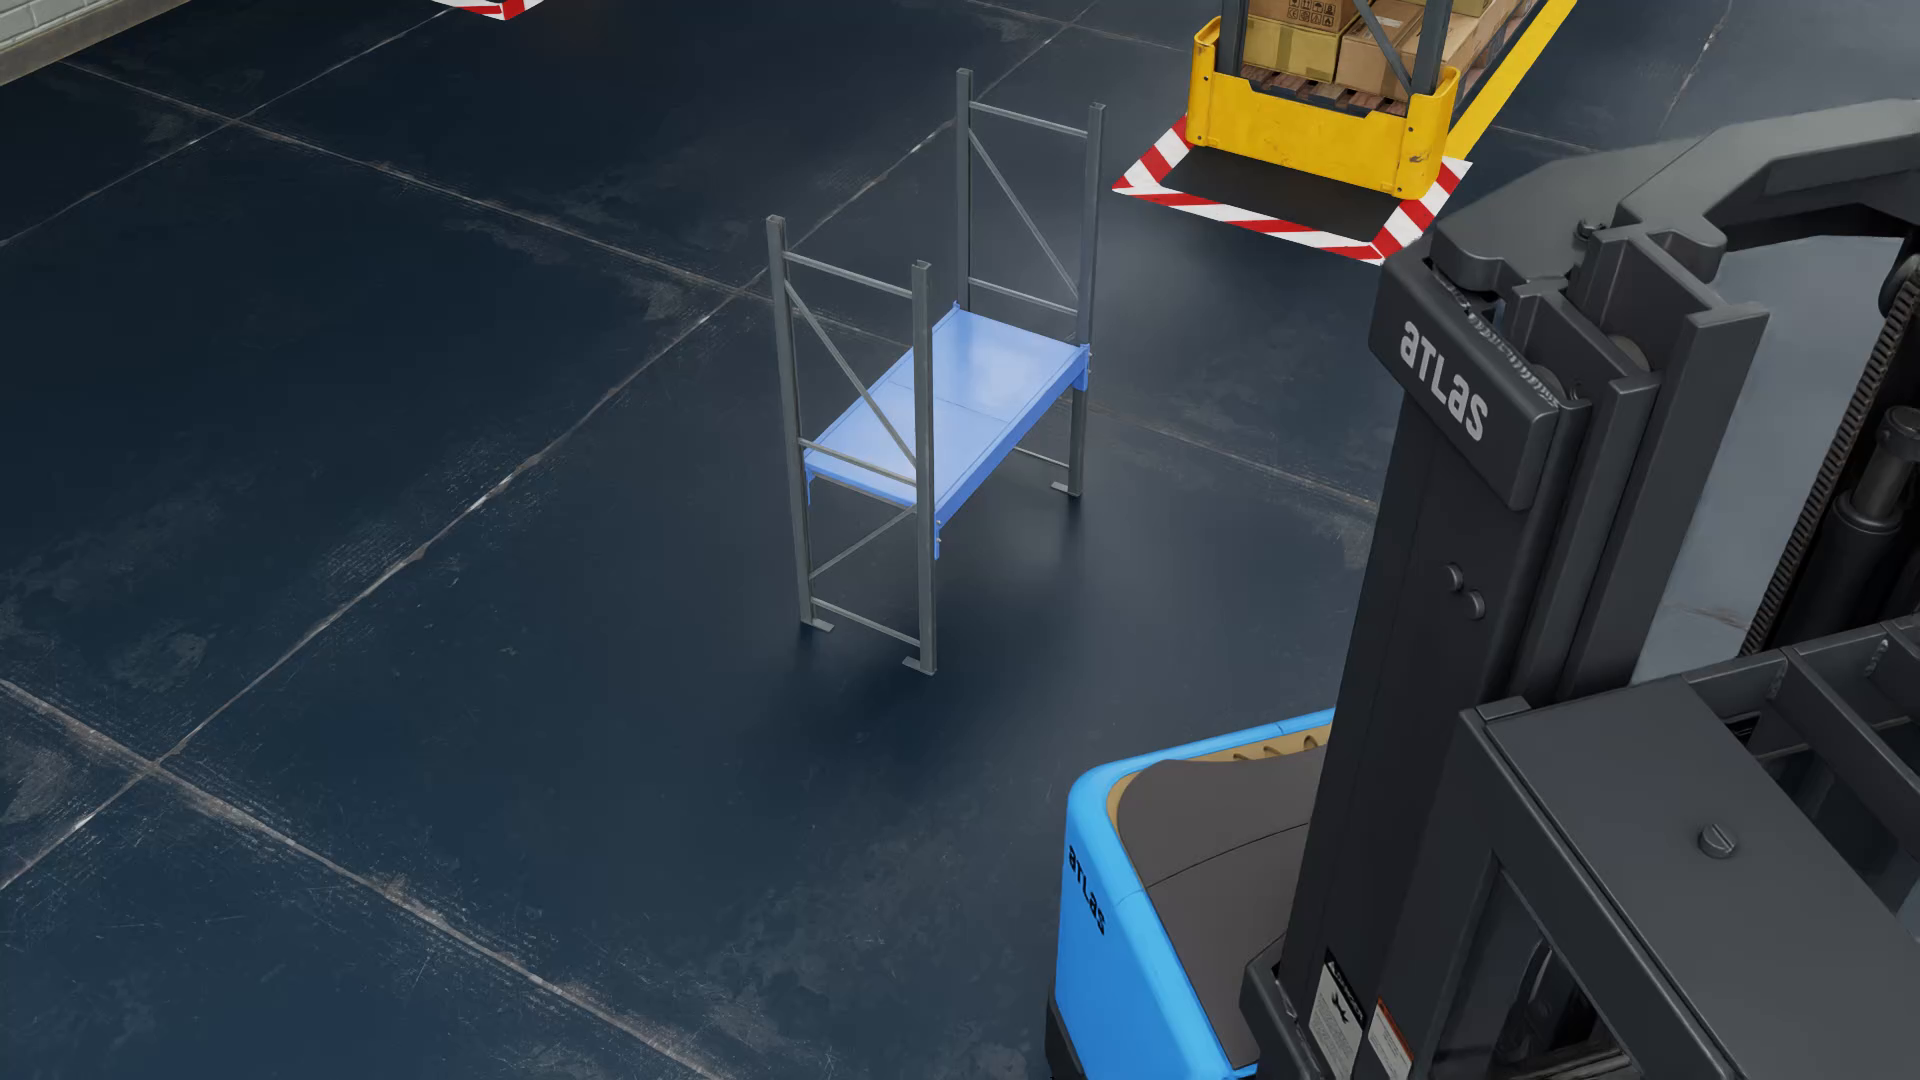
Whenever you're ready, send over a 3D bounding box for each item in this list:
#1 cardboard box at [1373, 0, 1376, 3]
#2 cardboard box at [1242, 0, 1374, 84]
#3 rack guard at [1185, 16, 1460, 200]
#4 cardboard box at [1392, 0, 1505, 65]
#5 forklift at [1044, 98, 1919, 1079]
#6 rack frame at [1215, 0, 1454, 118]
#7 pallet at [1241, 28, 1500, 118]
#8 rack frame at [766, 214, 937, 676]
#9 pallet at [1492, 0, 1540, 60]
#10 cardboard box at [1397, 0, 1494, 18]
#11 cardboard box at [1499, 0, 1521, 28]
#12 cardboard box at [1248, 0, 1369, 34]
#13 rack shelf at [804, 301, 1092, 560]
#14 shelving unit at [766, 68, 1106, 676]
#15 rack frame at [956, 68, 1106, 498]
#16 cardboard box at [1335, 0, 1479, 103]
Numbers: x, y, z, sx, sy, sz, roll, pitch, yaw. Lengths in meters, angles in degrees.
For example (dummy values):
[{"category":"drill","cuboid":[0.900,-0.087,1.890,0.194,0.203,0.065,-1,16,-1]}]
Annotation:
[{"category":"cardboard box","cuboid":[1.904,-2.765,8.383,0.500,0.250,0.500,21,45,22]},{"category":"cardboard box","cuboid":[1.664,-2.475,8.054,0.500,0.250,0.500,21,45,22]},{"category":"rack guard","cuboid":[1.640,-1.993,7.635,1.175,0.500,0.348,21,45,22]},{"category":"cardboard box","cuboid":[2.360,-2.591,8.186,0.500,0.250,0.500,21,45,22]},{"category":"forklift","cuboid":[1.141,1.038,2.354,1.130,2.935,3.031,-12,43,-13]},{"category":"rack frame","cuboid":[1.652,-2.945,6.824,1.000,3.000,0.127,21,45,22]},{"category":"pallet","cuboid":[1.998,-2.350,8.259,1.003,0.211,1.213,21,45,22]},{"category":"rack frame","cuboid":[-0.297,-0.223,4.869,0.500,1.500,0.032,21,45,22]},{"category":"pallet","cuboid":[2.610,-3.045,9.048,1.003,0.211,1.213,21,45,22]},{"category":"cardboard box","cuboid":[2.361,-2.872,7.937,0.500,0.500,0.500,21,45,22]},{"category":"cardboard box","cuboid":[2.610,-2.877,8.510,0.500,0.250,0.500,21,45,22]},{"category":"cardboard box","cuboid":[1.662,-2.757,7.807,0.500,0.500,0.500,21,45,22]},{"category":"rack shelf","cuboid":[-0.043,-0.379,5.318,0.538,0.185,1.000,21,45,22]},{"category":"shelving unit","cuboid":[-0.043,-0.514,5.199,0.538,1.500,1.048,21,45,22]},{"category":"rack frame","cuboid":[0.212,-0.805,5.529,0.500,1.500,0.032,21,45,22]},{"category":"cardboard box","cuboid":[2.113,-2.304,7.859,0.500,0.250,0.500,21,45,22]}]
